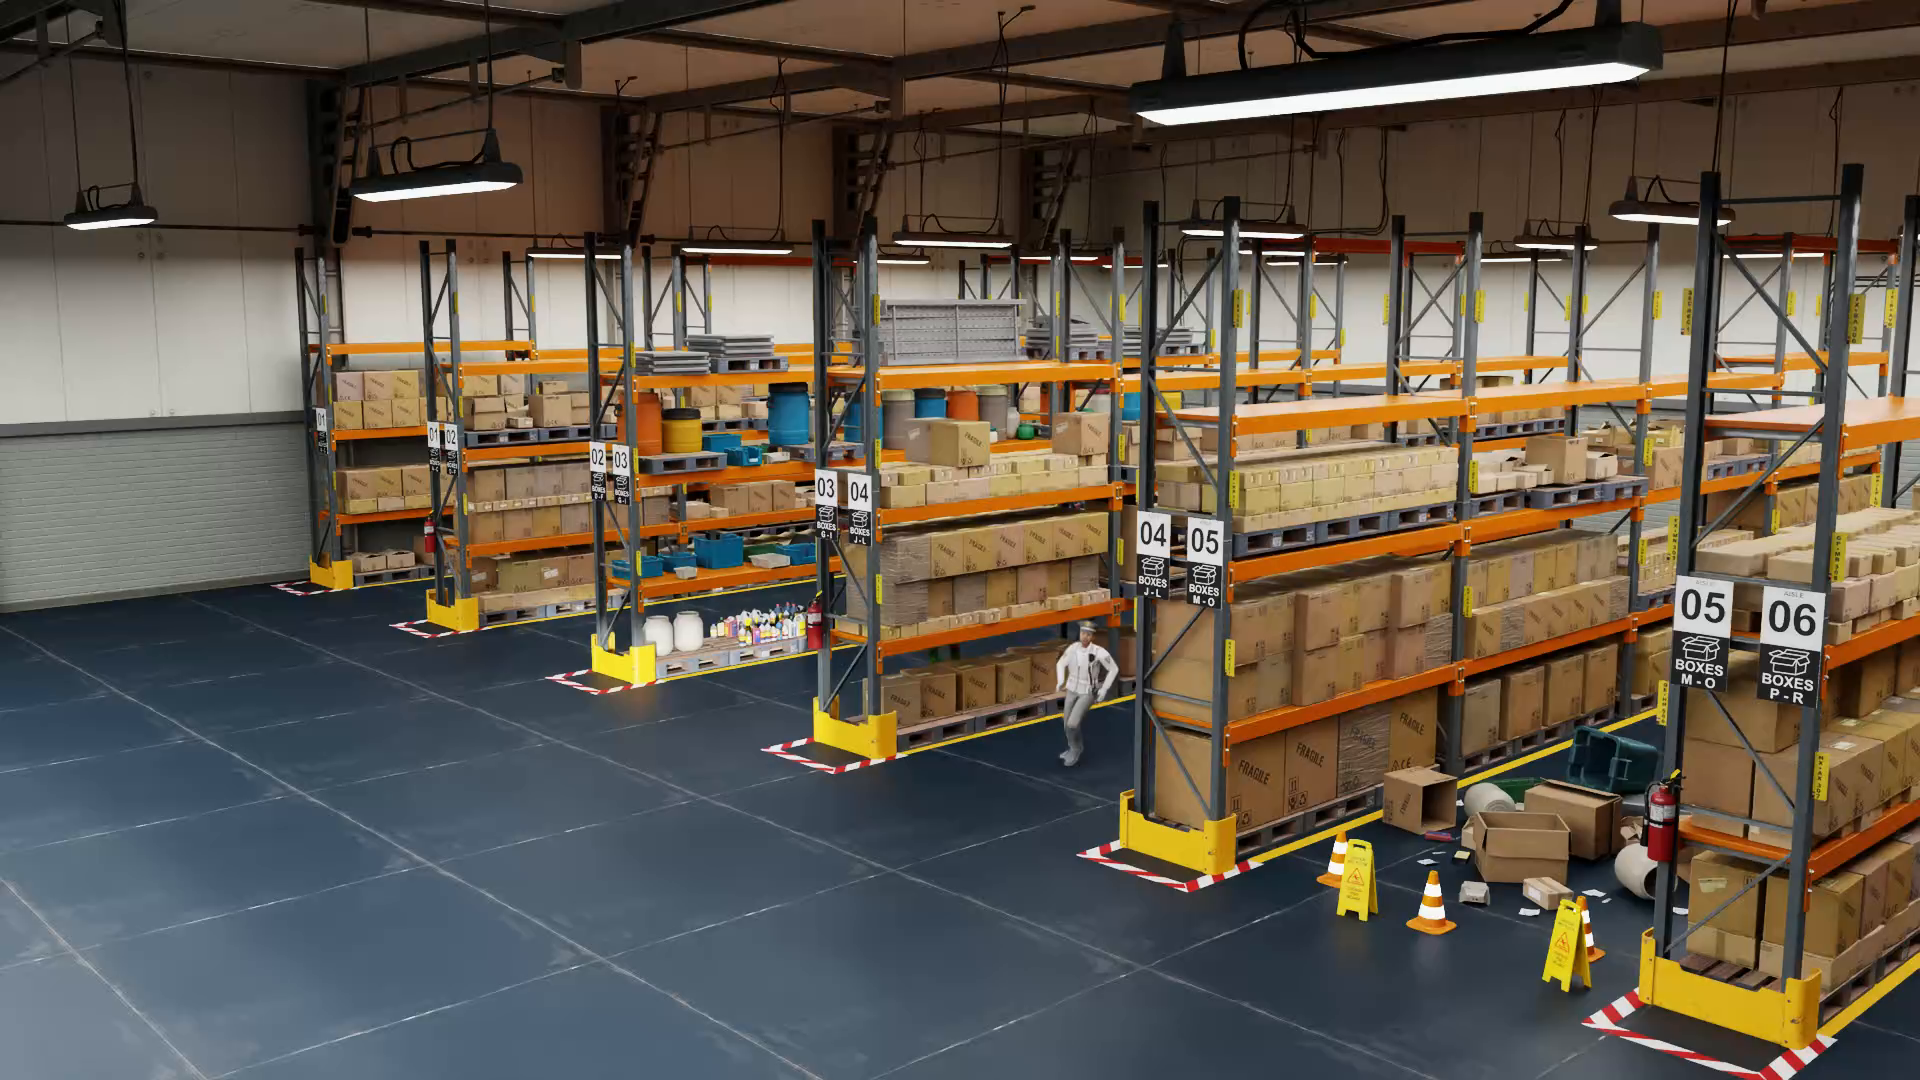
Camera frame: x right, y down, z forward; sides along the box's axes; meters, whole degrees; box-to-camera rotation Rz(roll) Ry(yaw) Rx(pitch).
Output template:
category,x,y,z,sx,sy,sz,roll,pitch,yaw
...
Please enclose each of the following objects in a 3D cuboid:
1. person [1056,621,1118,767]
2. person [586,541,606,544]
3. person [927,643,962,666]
category,x,y,z,sx,sy,sz,roll,pitch,yaw
person,1.344,1.686,18.275,0.674,1.651,0.602,6,10,34
person,-6.475,-0.069,29.944,0.682,1.740,0.853,8,12,44
person,-0.214,0.974,22.976,0.724,1.714,0.861,8,11,43
